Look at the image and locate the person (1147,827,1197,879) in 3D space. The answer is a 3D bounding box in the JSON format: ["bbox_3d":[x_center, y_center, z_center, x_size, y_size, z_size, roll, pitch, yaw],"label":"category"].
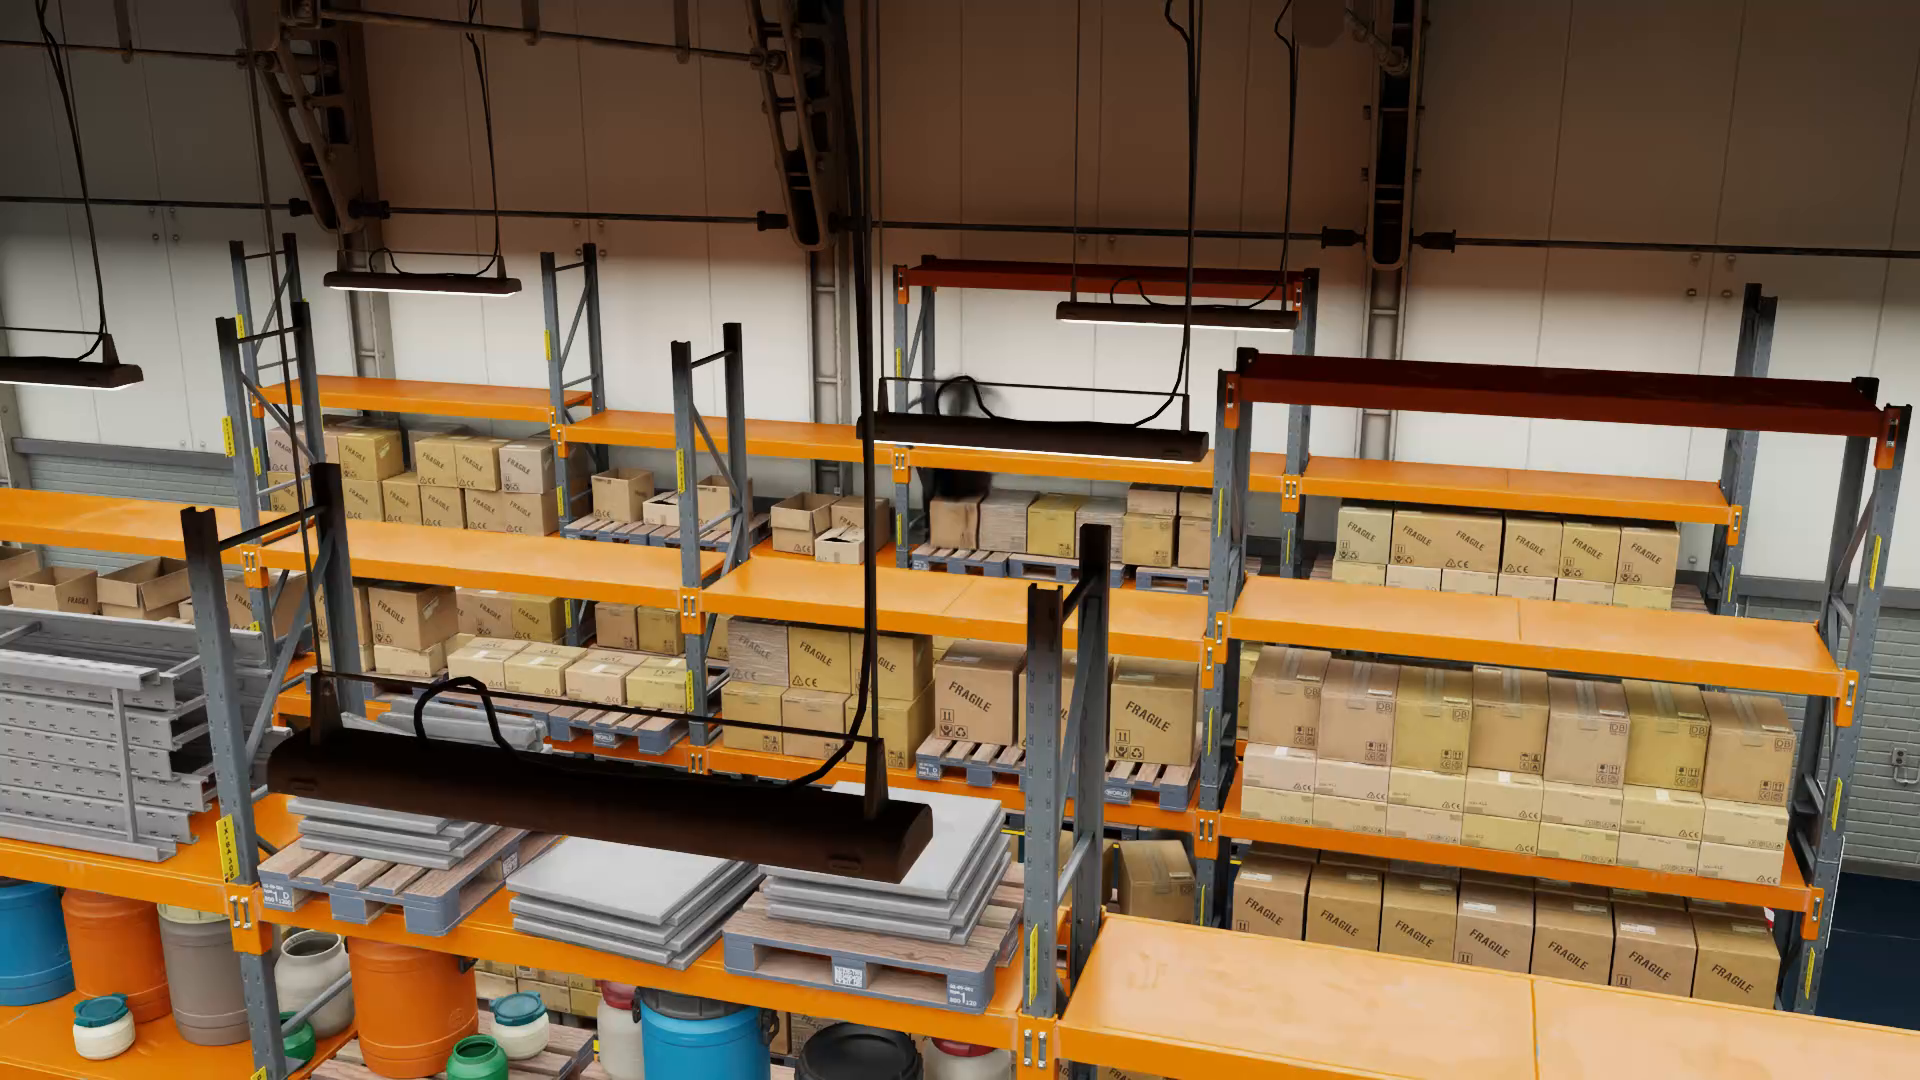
[{"bbox_3d":[1.985,2.703,15.591,0.844,1.687,0.555,4,17,15],"label":"person"}]
